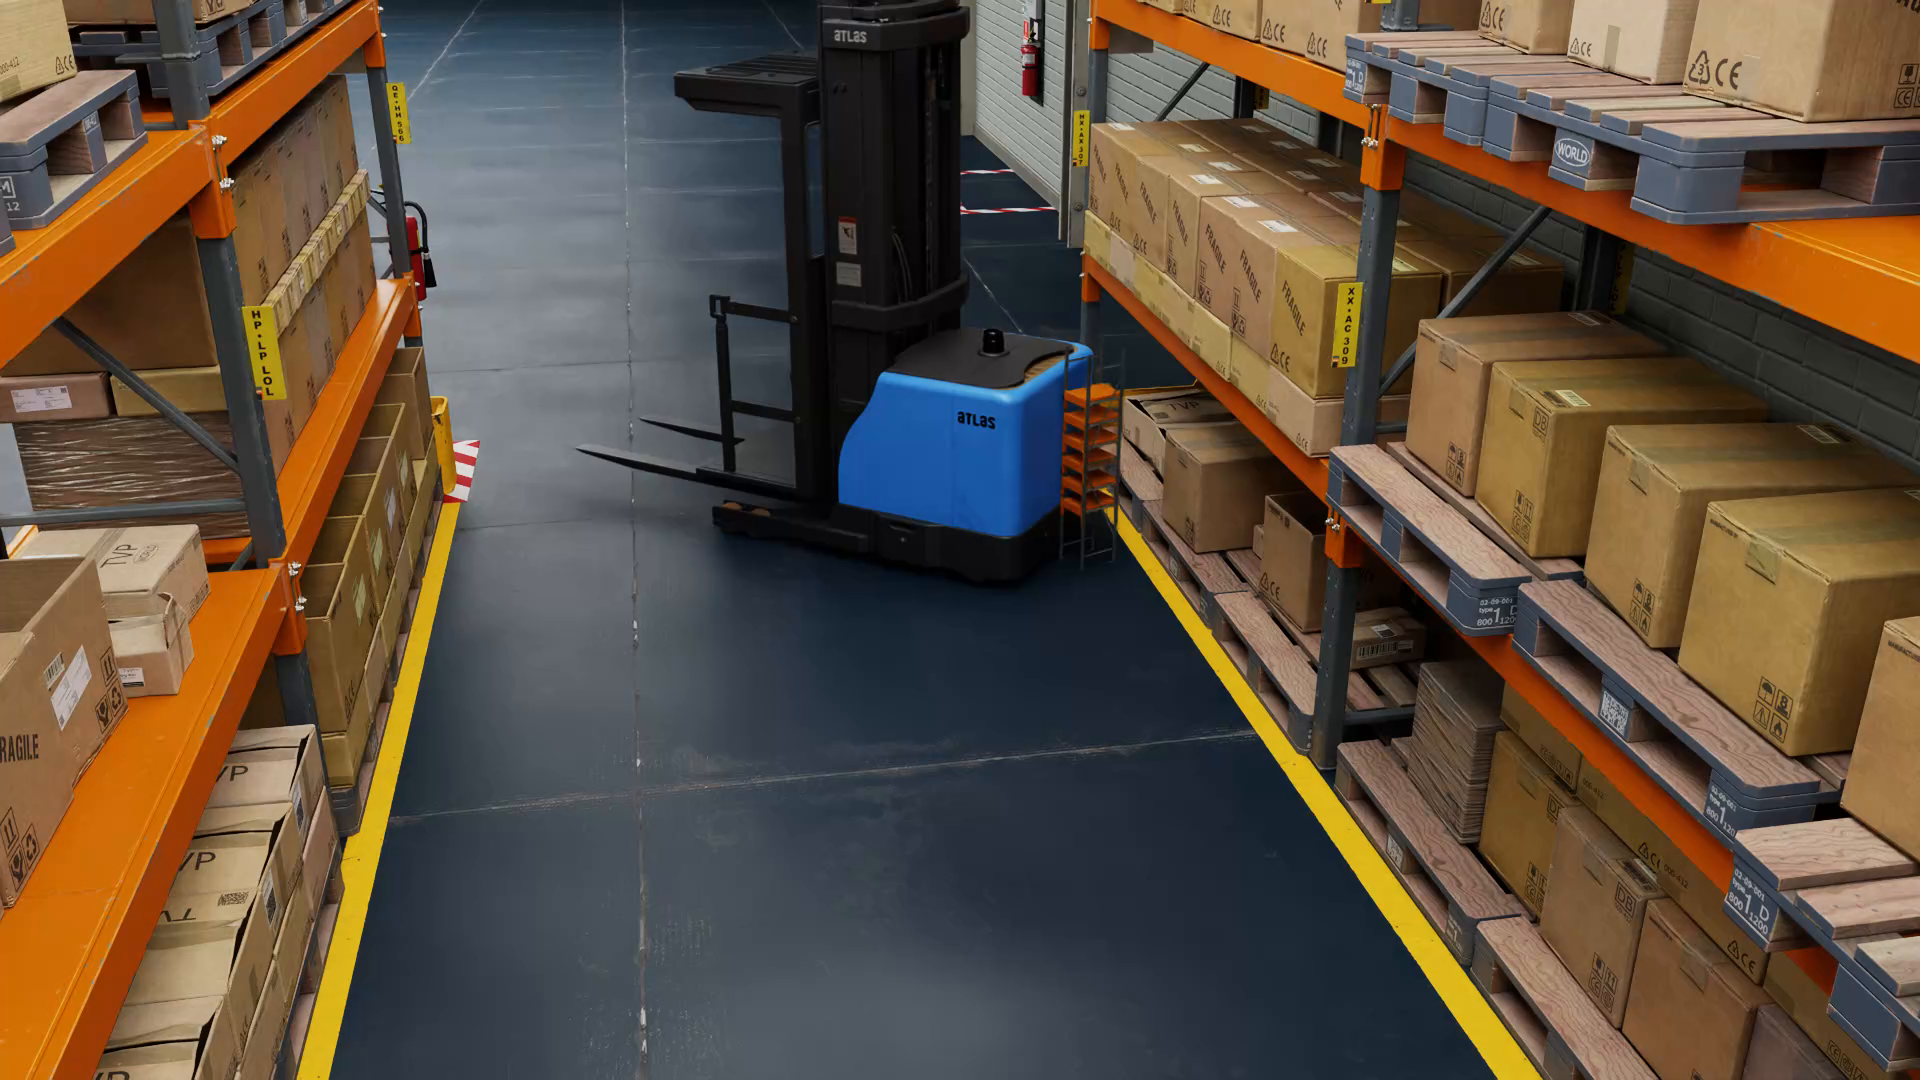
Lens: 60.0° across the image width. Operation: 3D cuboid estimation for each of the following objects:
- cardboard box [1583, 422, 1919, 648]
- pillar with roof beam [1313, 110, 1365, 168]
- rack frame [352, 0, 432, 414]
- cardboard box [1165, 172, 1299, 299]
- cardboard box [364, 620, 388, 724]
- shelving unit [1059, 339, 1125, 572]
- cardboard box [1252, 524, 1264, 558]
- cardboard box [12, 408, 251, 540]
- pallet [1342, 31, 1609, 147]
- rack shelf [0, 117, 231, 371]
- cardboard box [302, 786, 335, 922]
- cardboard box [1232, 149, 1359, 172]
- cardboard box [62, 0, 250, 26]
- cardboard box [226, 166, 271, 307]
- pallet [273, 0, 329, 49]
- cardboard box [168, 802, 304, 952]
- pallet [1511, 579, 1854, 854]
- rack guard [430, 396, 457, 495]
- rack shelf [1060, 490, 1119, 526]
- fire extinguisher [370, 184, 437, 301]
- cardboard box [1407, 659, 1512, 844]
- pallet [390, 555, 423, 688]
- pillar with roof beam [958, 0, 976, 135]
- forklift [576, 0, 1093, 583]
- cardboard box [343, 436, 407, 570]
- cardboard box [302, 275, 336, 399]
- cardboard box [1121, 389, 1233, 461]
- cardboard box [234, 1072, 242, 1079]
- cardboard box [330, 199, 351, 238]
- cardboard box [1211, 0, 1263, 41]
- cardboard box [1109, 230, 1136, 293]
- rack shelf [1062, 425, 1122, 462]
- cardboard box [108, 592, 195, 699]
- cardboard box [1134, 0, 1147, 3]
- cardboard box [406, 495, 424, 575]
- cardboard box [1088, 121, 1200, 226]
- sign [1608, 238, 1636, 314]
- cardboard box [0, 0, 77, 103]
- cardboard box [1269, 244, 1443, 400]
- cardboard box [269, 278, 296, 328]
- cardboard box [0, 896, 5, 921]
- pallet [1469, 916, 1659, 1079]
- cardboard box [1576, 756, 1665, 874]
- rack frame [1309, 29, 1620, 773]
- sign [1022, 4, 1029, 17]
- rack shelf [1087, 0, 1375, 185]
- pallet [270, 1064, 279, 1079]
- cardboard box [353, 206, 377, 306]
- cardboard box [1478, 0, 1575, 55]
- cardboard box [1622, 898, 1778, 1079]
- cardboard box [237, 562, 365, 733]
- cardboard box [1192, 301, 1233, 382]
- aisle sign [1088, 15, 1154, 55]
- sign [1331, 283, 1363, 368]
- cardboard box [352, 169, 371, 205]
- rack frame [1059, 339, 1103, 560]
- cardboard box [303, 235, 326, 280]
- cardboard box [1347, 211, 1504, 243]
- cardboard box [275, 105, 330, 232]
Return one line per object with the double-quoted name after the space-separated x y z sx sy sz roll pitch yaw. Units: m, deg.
2.305 -0.024 4.882 0.700 0.500 0.500 -1 24 -2 "cardboard box"
-1.995 -4.249 7.735 9.100 9.000 0.400 -4 24 -10 "pillar with roof beam"
-3.612 -1.661 9.306 1.000 3.000 0.127 -4 24 -10 "rack frame"
1.327 -1.503 8.168 0.500 0.500 0.500 -4 24 -8 "cardboard box"
-2.747 0.578 7.090 0.500 0.250 0.500 -4 24 -10 "cardboard box"
0.690 -0.437 8.750 0.258 1.200 0.189 -15 28 -31 "shelving unit"
1.719 0.018 8.473 0.380 0.149 0.250 -6 24 -14 "cardboard box"
-2.960 -0.308 6.082 0.700 0.500 0.500 -5 24 -11 "cardboard box"
2.005 -1.494 5.410 1.213 0.211 1.003 -4 24 -10 "pallet"
-2.502 -0.346 3.446 1.077 0.370 4.000 -4 24 -10 "rack shelf"
-2.510 1.121 5.846 0.500 0.250 0.500 -5 24 -10 "cardboard box"
1.735 -1.742 8.717 0.500 0.500 0.500 -5 24 -11 "cardboard box"
-2.706 -1.983 5.470 0.500 0.500 0.500 -2 24 -5 "cardboard box"
-3.055 -1.101 6.278 0.700 0.500 0.500 -4 24 -10 "cardboard box"
-3.277 -2.235 6.981 1.003 0.211 1.213 -4 24 -10 "pallet"
-2.413 1.065 5.274 0.500 0.311 0.500 -4 24 -8 "cardboard box"
2.329 0.430 4.758 1.003 0.211 1.213 -4 24 -10 "pallet"
-3.616 -0.525 9.828 1.175 0.500 0.348 -4 24 -10 "rack guard"
0.689 -0.177 8.864 0.258 0.103 0.180 -15 28 -31 "rack shelf"
-3.177 -1.707 9.507 0.296 0.674 0.183 -4 24 -10 "fire extinguisher"
2.148 0.776 6.299 0.700 0.500 0.500 -3 24 -8 "cardboard box"
-3.207 0.393 8.086 1.003 0.211 1.213 -4 24 -10 "pallet"
-4.214 -8.969 18.542 9.100 9.000 0.400 -4 24 -10 "pillar with roof beam"
-0.810 -1.522 9.074 3.031 2.935 1.130 12 26 25 "forklift"
-2.930 -0.159 7.841 0.500 0.500 0.500 -4 24 -10 "cardboard box"
-3.249 -0.914 7.470 0.700 0.500 0.500 -4 24 -8 "cardboard box"
1.295 -0.720 9.961 0.500 0.311 0.500 -7 25 -16 "cardboard box"
-2.231 1.722 4.471 0.500 0.250 0.500 -4 24 -9 "cardboard box"
-3.212 -1.566 8.152 0.380 0.149 0.250 -4 24 -9 "cardboard box"
1.439 -2.481 7.285 0.500 0.500 0.500 -5 24 -12 "cardboard box"
1.144 -1.551 9.217 0.500 0.250 0.500 -5 24 -11 "cardboard box"
0.691 -0.506 8.720 0.258 0.103 0.180 -15 28 -31 "rack shelf"
-2.529 0.306 4.970 0.396 0.266 0.258 -5 24 -11 "cardboard box"
1.136 -3.095 8.691 0.500 0.500 0.500 -3 24 -6 "cardboard box"
-3.024 -0.012 8.441 0.500 0.250 0.500 -4 24 -10 "cardboard box"
1.049 -2.104 9.544 0.500 0.500 0.500 -4 24 -10 "cardboard box"
2.540 -1.029 6.412 0.100 0.325 0.005 -4 24 -10 "sign"
-2.767 -1.343 4.493 0.500 0.250 0.500 -2 24 -4 "cardboard box"
1.604 -0.903 6.796 0.500 0.500 0.500 -4 24 -10 "cardboard box"
-2.921 -0.953 6.749 0.380 0.149 0.250 -5 24 -12 "cardboard box"
-2.459 0.781 3.590 0.500 0.500 0.500 -6 24 -13 "cardboard box"
2.370 1.609 5.303 1.003 0.211 1.213 -4 24 -10 "pallet"
2.333 0.810 5.285 0.500 0.250 0.500 -5 24 -11 "cardboard box"
1.996 -0.456 6.547 1.000 3.000 0.127 -4 24 -10 "rack frame"
0.698 -5.635 17.698 0.001 0.109 0.331 -4 24 -10 "sign"
1.626 -2.288 7.891 1.077 0.370 4.000 -4 24 -10 "rack shelf"
-2.468 1.958 4.504 1.003 0.211 1.213 -4 24 -10 "pallet"
-3.538 -1.523 8.864 0.700 0.500 0.500 -4 24 -10 "cardboard box"
2.018 -1.848 5.336 0.500 0.500 0.500 -1 24 -2 "cardboard box"
2.450 1.377 4.922 0.700 0.500 0.500 -4 24 -10 "cardboard box"
-2.650 0.430 6.491 0.500 0.500 0.500 -4 24 -10 "cardboard box"
1.418 -0.954 7.848 0.500 0.250 0.500 -4 24 -10 "cardboard box"
0.948 -3.227 9.643 0.394 0.787 0.004 -4 24 -10 "aisle sign"
1.464 -0.810 6.274 0.100 0.325 0.005 -4 24 -10 "sign"
-3.354 -1.868 8.845 0.380 0.149 0.250 -5 24 -11 "cardboard box"
0.639 -0.468 8.819 0.240 1.200 0.006 -15 28 -31 "rack frame"
-3.065 -1.258 7.448 0.380 0.149 0.250 -5 24 -10 "cardboard box"
2.022 -1.144 7.348 0.500 0.500 0.500 -4 24 -10 "cardboard box"
-3.332 -1.692 7.630 0.700 0.500 0.500 -4 24 -10 "cardboard box"
